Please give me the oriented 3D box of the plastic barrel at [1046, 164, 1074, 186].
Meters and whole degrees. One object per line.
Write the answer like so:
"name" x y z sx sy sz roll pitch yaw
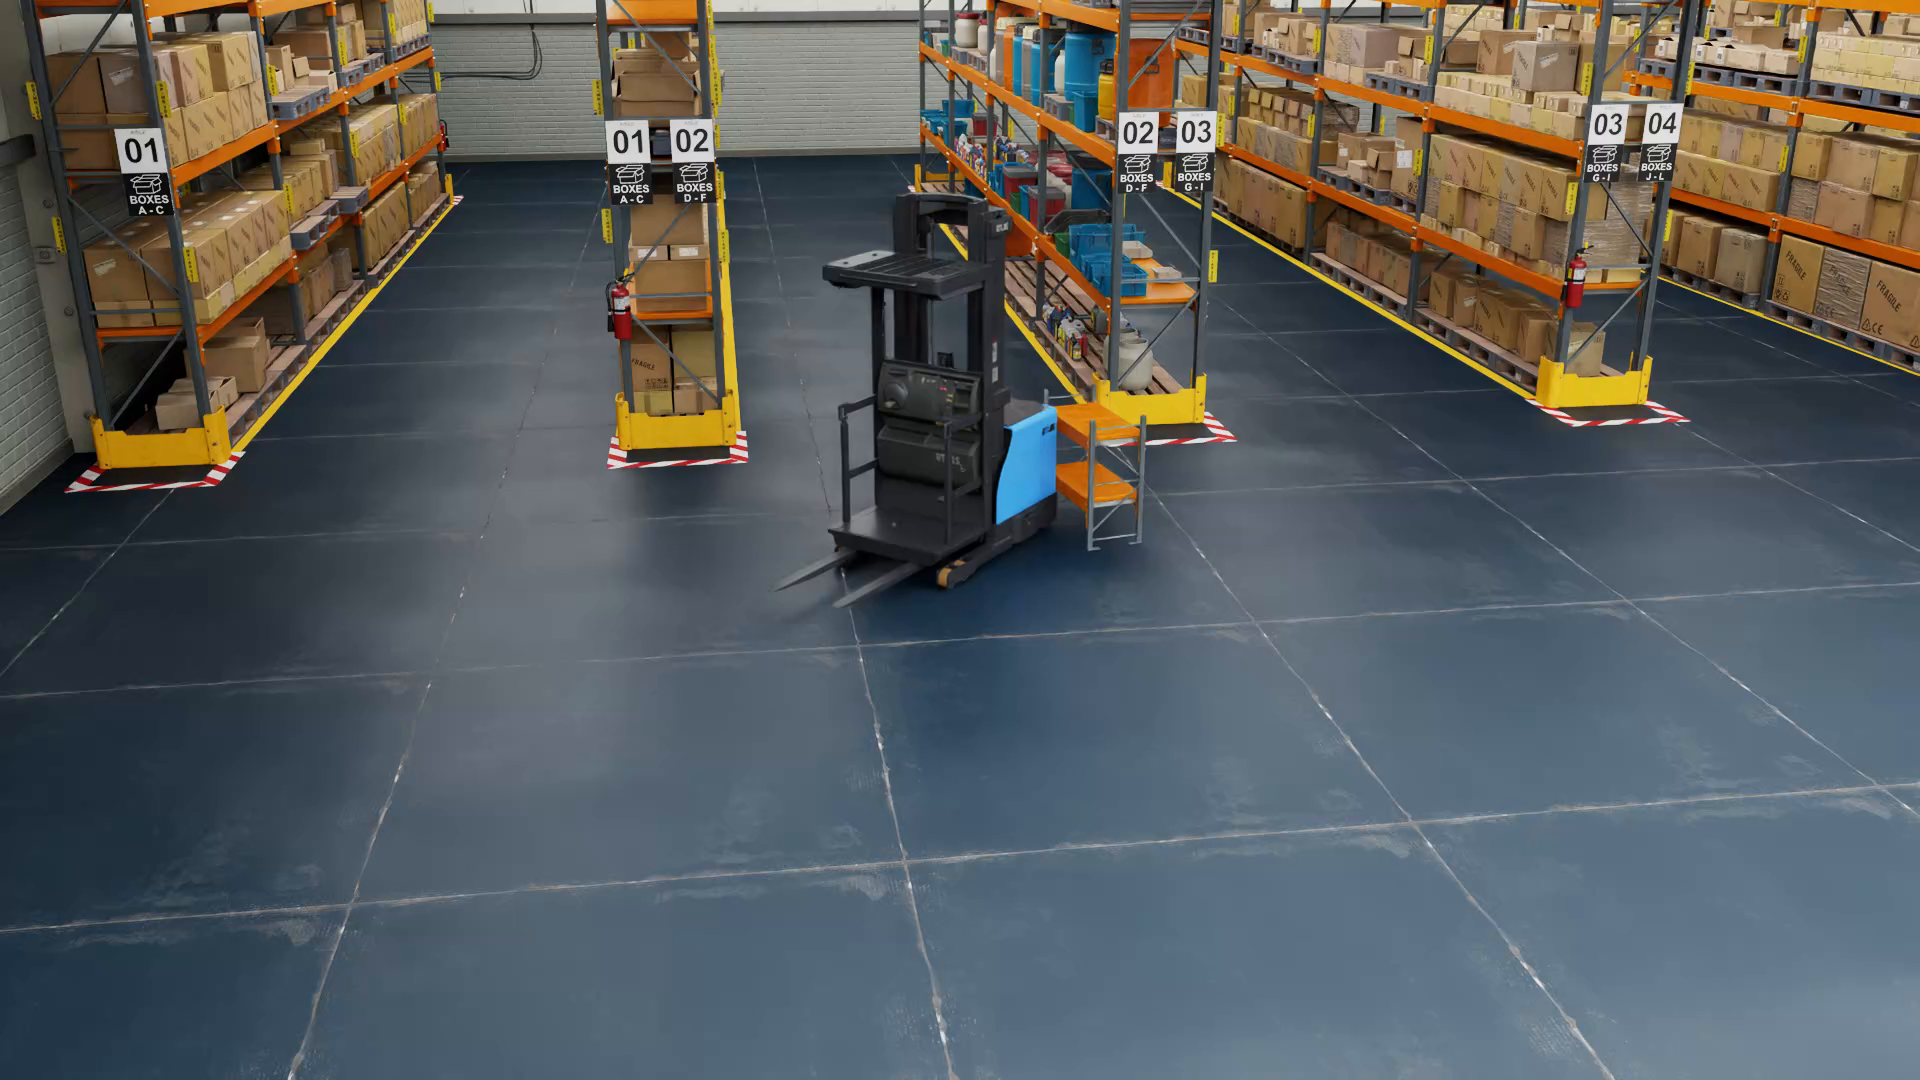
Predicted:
"plastic barrel" 1.377 -4.844 22.705 0.433 0.535 0.433 0 20 0

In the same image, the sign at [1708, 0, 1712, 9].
"sign" 14.983 -10.744 33.256 0.100 0.325 0.005 -3 21 -8

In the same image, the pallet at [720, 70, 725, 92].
"pallet" -3.827 -6.257 22.665 1.213 0.211 1.003 -2 21 -5

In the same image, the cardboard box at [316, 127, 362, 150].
"cardboard box" -8.729 -5.647 23.379 0.500 0.250 0.500 -2 21 -6

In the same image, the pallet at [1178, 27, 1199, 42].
"pallet" 4.754 -9.546 31.328 1.003 0.211 1.213 -3 21 -8

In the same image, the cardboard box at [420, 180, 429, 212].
"cardboard box" -9.638 -5.946 28.822 0.700 0.500 0.500 -2 21 -6

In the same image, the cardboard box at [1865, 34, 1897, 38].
"cardboard box" 11.658 -6.293 20.968 0.380 0.149 0.250 -3 21 -8

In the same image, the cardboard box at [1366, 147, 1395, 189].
"cardboard box" 6.026 -5.125 22.903 0.797 0.503 0.637 -1 20 -2

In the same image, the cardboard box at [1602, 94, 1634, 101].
"cardboard box" 7.033 -4.704 17.881 0.380 0.149 0.250 -3 21 -9

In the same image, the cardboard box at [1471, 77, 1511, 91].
"cardboard box" 6.311 -5.411 19.774 0.380 0.149 0.250 -2 21 -6

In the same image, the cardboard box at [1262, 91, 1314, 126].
"cardboard box" 5.402 -7.112 27.394 0.797 0.503 0.637 -3 21 -7

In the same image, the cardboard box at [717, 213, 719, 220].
"cardboard box" -3.944 -4.733 25.545 0.500 0.500 0.500 -3 21 -8

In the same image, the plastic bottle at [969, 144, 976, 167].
"plastic bottle" 0.216 -6.078 26.272 0.144 0.351 0.185 -3 21 -8

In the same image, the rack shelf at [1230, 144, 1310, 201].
"rack shelf" 5.502 -6.025 27.088 1.077 0.370 4.000 -3 21 -8

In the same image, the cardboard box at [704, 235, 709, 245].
"cardboard box" -2.744 -2.990 16.864 0.380 0.149 0.250 -3 21 -9

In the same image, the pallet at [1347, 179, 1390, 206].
"pallet" 6.116 -4.896 23.312 1.003 0.211 1.213 -3 21 -8

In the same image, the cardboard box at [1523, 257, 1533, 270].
"cardboard box" 6.555 -3.128 18.662 0.380 0.149 0.250 -3 21 -8

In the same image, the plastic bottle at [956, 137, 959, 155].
"plastic bottle" -0.038 -6.555 27.646 0.061 0.283 0.133 -3 21 -8

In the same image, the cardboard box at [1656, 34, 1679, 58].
"cardboard box" 10.894 -7.547 25.707 0.500 0.500 0.500 -3 21 -8

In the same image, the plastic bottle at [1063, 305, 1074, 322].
"plastic bottle" 1.314 -2.706 20.332 0.144 0.351 0.185 -3 21 -8

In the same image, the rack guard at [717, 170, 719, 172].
"rack guard" -5.155 -6.743 31.556 1.175 0.500 0.348 -3 21 -8

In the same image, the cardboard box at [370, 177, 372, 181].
"cardboard box" -8.946 -5.381 24.667 0.380 0.149 0.250 -3 21 -7

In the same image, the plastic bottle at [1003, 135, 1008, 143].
"plastic bottle" 0.769 -6.479 27.348 0.144 0.351 0.185 -3 21 -8

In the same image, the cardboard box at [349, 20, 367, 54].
"cardboard box" -9.473 -7.652 25.359 0.700 0.500 0.500 -4 21 -11

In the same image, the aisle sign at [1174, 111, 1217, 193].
"aisle sign" 2.343 -3.857 16.541 0.394 0.787 0.004 -3 21 -8

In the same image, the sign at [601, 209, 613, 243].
"sign" -3.399 -3.032 16.053 0.100 0.325 0.005 -3 21 -8

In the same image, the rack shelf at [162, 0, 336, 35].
"rack shelf" -8.626 -6.513 20.393 1.077 0.370 4.000 -3 21 -8

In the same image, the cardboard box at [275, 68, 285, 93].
"cardboard box" -8.426 -5.501 19.899 0.500 0.311 0.500 -2 21 -6

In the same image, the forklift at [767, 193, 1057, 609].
"forklift" -0.367 -1.171 13.162 1.130 2.935 3.031 13 24 30

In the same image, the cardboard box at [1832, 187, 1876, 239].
"cardboard box" 11.418 -4.060 20.586 0.875 0.550 0.550 -3 21 -8

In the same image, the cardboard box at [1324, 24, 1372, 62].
"cardboard box" 5.604 -7.180 24.007 0.500 0.500 0.500 -3 21 -7

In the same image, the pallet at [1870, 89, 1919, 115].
"pallet" 11.570 -5.158 19.578 1.003 0.211 1.213 -3 21 -8

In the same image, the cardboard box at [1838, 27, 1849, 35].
"cardboard box" 14.937 -8.443 27.838 0.396 0.266 0.258 -1 21 -3

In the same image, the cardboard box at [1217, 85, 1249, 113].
"cardboard box" 4.815 -7.794 29.514 0.500 0.500 0.500 -3 21 -7

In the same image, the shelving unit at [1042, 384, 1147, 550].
"shelving unit" 1.133 -0.645 14.336 0.538 1.125 1.048 -7 22 -18

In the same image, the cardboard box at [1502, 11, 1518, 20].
"cardboard box" 9.773 -9.211 29.233 0.380 0.149 0.250 -2 21 -6

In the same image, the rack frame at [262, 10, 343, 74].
"rack frame" -8.914 -7.730 22.051 1.000 3.000 0.127 -3 21 -8

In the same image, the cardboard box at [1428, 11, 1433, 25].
"cardboard box" 9.368 -10.055 32.062 0.500 0.250 0.500 -3 21 -7

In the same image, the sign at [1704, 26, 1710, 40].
"sign" 11.264 -7.594 25.122 0.100 0.325 0.005 -3 21 -8

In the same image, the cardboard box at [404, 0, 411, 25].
"cardboard box" -9.473 -8.844 27.720 0.500 0.500 0.500 -3 21 -7

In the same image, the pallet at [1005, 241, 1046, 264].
"pallet" 0.734 -4.384 25.652 1.003 0.211 1.213 -3 21 -8

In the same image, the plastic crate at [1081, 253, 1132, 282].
"plastic crate" 1.586 -2.963 18.075 0.499 0.251 0.408 -3 21 -8

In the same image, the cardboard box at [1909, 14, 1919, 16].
"cardboard box" 19.242 -10.322 33.068 0.500 0.250 0.500 -3 21 -7

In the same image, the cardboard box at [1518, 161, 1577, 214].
"cardboard box" 6.542 -3.905 18.386 0.500 0.500 0.500 -3 21 -8

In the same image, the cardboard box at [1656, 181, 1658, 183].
"cardboard box" 10.587 -5.586 24.743 0.500 0.500 0.500 -3 21 -8

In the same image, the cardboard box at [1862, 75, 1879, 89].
"cardboard box" 11.154 -5.535 20.077 0.380 0.149 0.250 -3 21 -9

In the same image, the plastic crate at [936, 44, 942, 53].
"plastic crate" -0.247 -8.507 28.796 0.293 0.136 0.466 -3 21 -8

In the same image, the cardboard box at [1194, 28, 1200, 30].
"cardboard box" 4.727 -9.756 30.878 0.700 0.500 0.500 -4 21 -10

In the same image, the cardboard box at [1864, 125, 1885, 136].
"cardboard box" 15.198 -6.665 27.274 0.500 0.250 0.500 -3 21 -9

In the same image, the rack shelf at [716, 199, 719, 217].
"rack shelf" -3.725 -4.141 22.045 1.077 0.370 4.000 -3 21 -8

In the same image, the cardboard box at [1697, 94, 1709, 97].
"cardboard box" 14.467 -8.744 31.770 0.500 0.500 0.500 -3 21 -8

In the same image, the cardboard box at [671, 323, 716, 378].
"cardboard box" -2.791 -2.031 17.624 0.500 0.500 0.500 -3 21 -8

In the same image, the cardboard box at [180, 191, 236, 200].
"cardboard box" -8.477 -3.652 18.821 0.500 0.500 0.500 -3 21 -9

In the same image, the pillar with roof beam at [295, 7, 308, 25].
"pillar with roof beam" -6.188 -9.531 26.873 9.100 9.000 0.400 -3 21 -8

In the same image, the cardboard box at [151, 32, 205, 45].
"cardboard box" -8.550 -5.280 18.179 0.500 0.500 0.500 -2 21 -7
